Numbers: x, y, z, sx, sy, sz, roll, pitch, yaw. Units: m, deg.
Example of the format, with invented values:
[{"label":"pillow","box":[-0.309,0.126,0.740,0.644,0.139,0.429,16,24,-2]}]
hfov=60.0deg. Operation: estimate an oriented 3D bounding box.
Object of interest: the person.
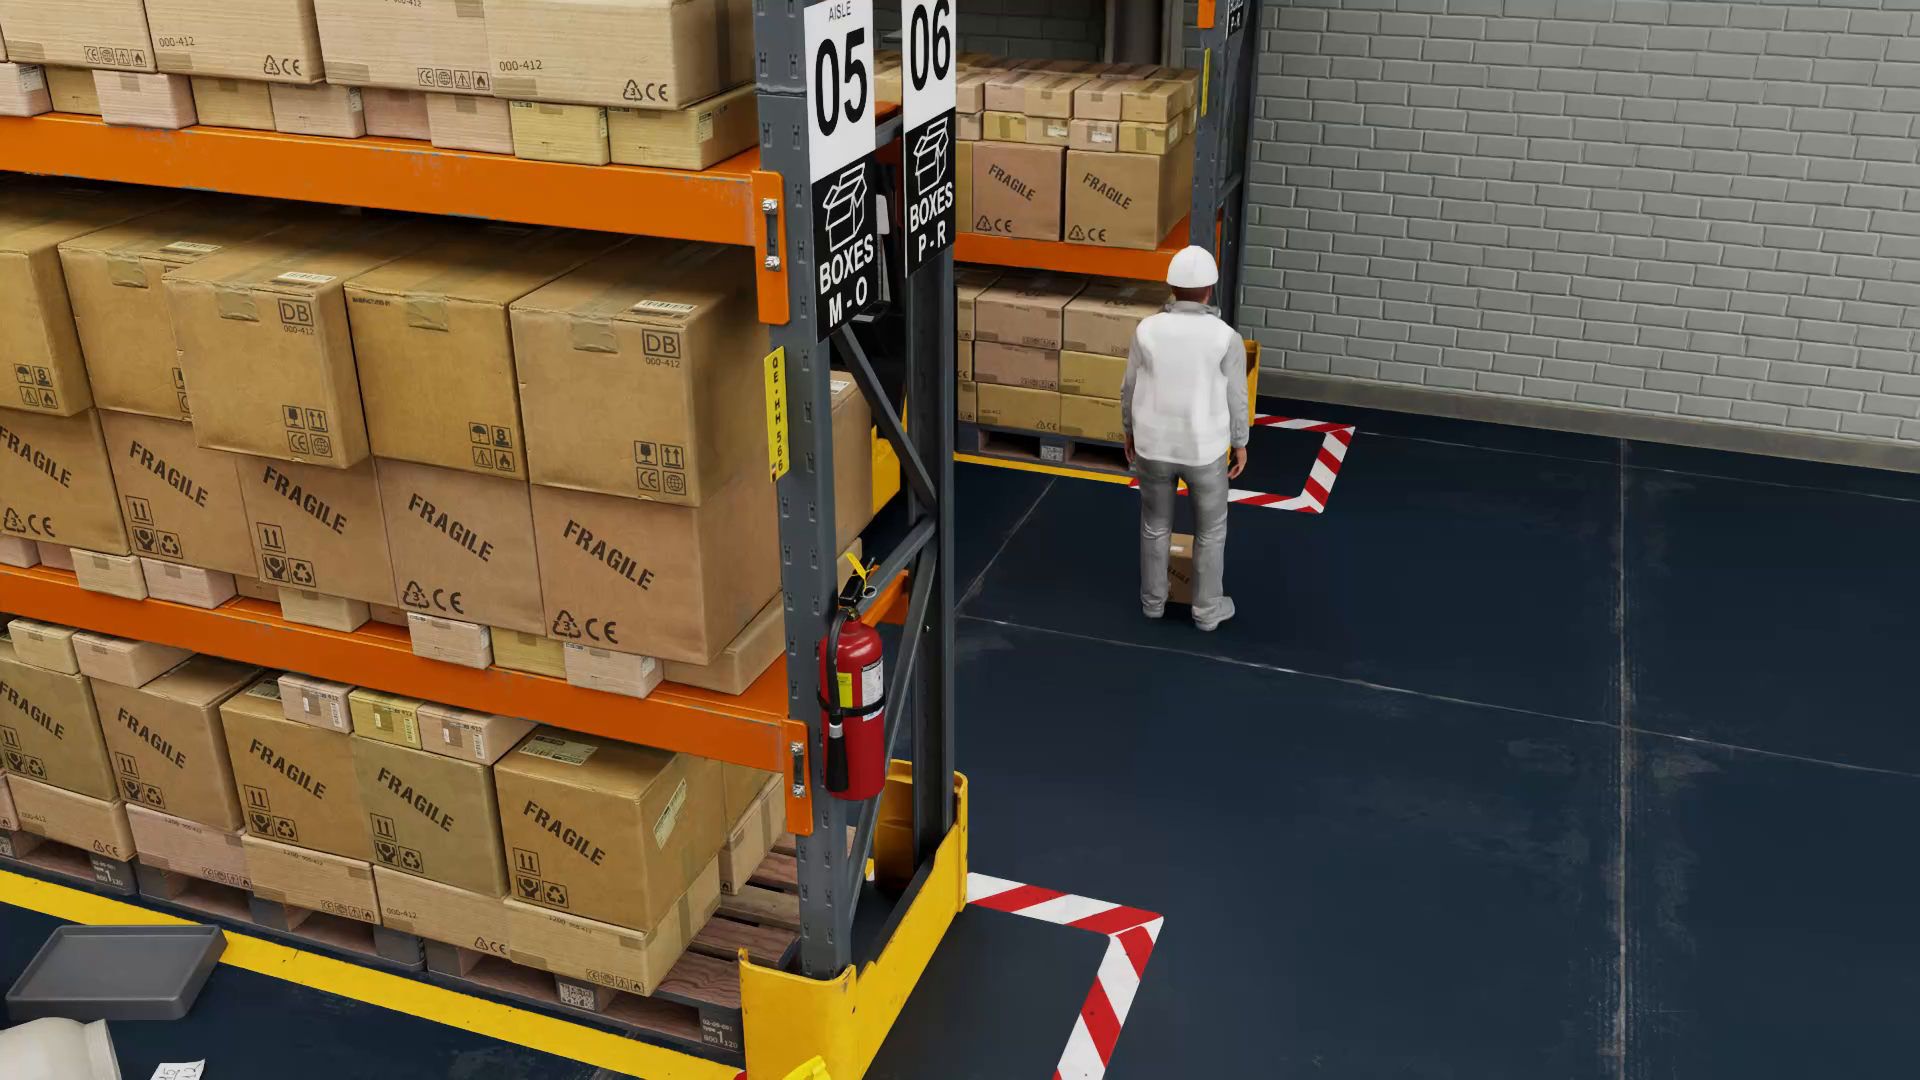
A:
[{"label":"person","box":[1.007,-0.441,7.501,0.581,1.772,0.462,9,27,18]}]
